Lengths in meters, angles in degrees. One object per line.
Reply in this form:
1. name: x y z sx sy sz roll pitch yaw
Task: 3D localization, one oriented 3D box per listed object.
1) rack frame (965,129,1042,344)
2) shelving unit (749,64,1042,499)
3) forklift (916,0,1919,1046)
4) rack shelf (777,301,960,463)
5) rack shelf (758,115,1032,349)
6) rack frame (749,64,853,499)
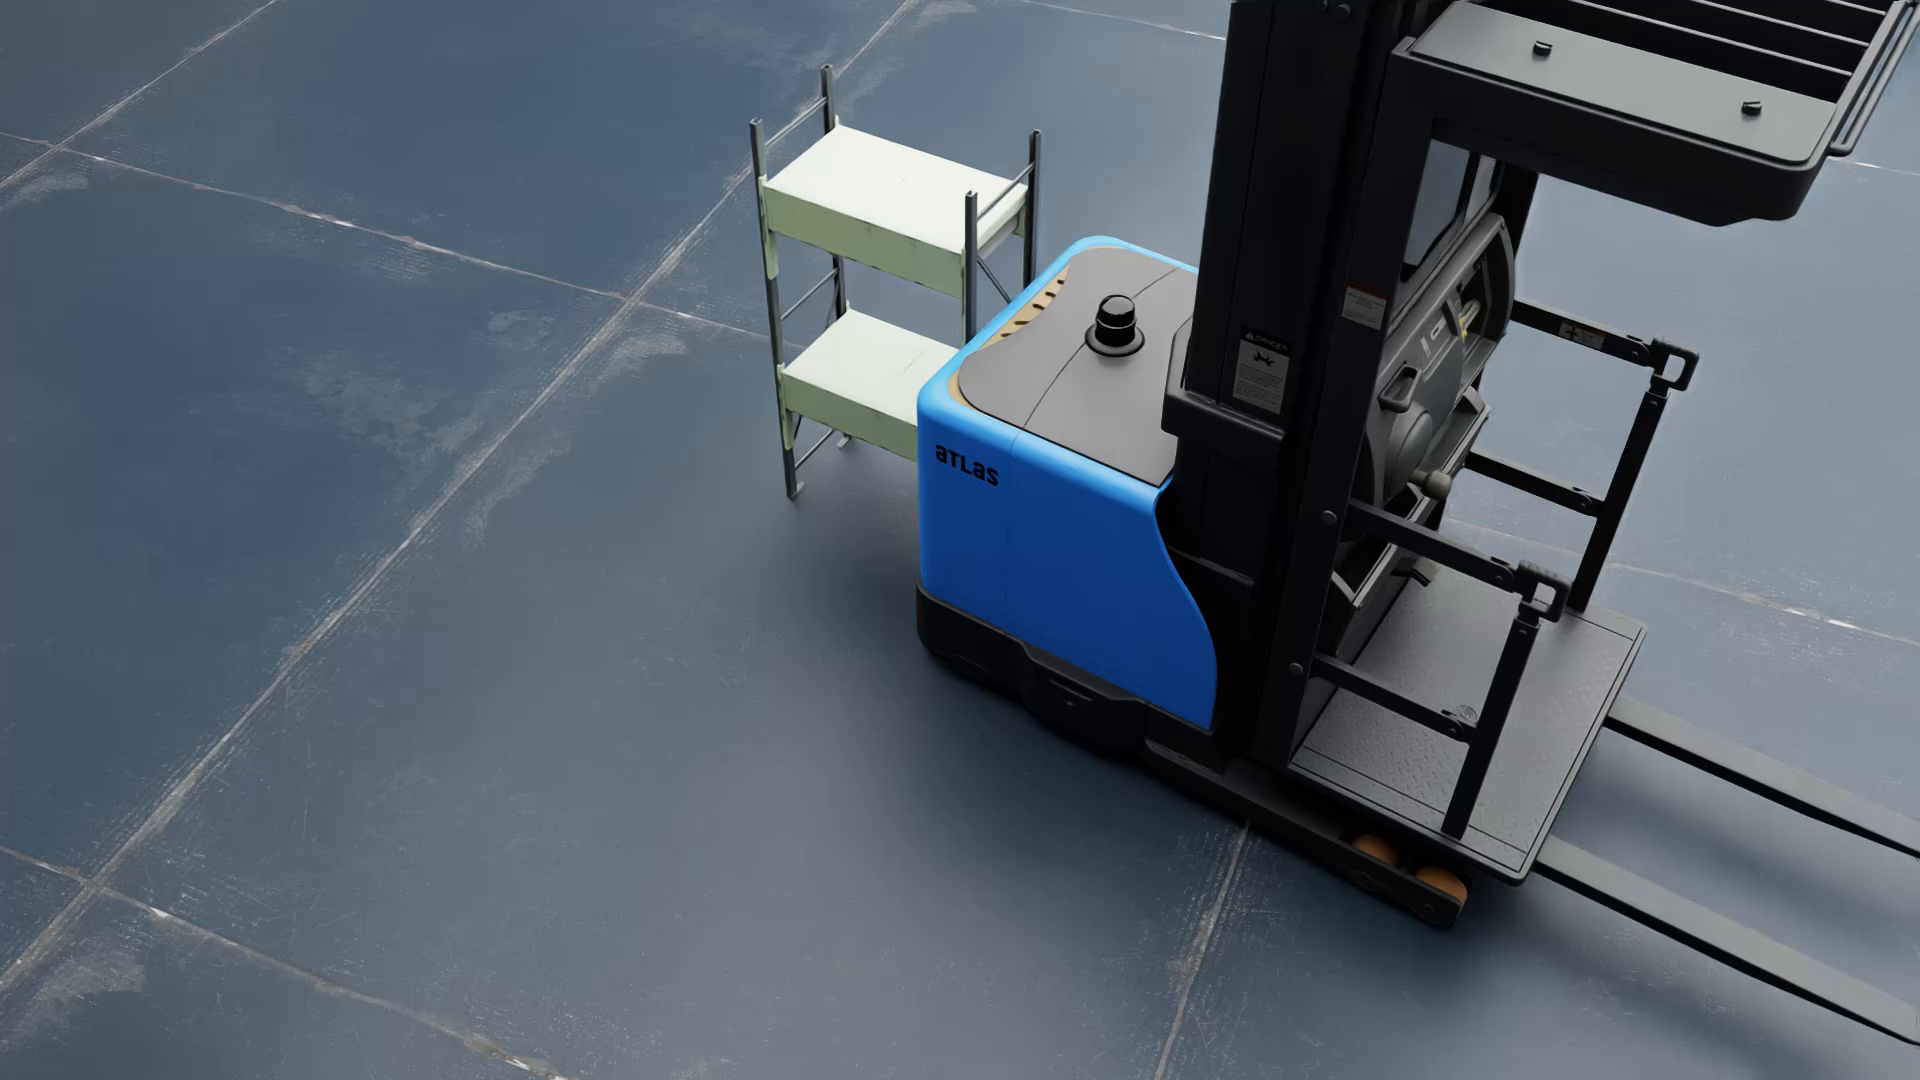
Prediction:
1. rack frame: 0.125 -0.536 5.225 0.023 1.500 0.400 23 49 21
2. shelving unit: -0.189 -0.668 5.358 0.755 1.500 0.431 23 49 21
3. forklift: 1.372 -0.396 4.070 3.031 2.935 1.130 25 50 23
4. rack shelf: -0.189 -0.437 5.588 0.720 0.370 0.431 23 49 21
5. rack shelf: -0.189 -0.945 5.083 0.720 0.370 0.431 23 49 21
6. rack frame: -0.502 -0.801 5.492 0.023 1.500 0.400 23 49 21
